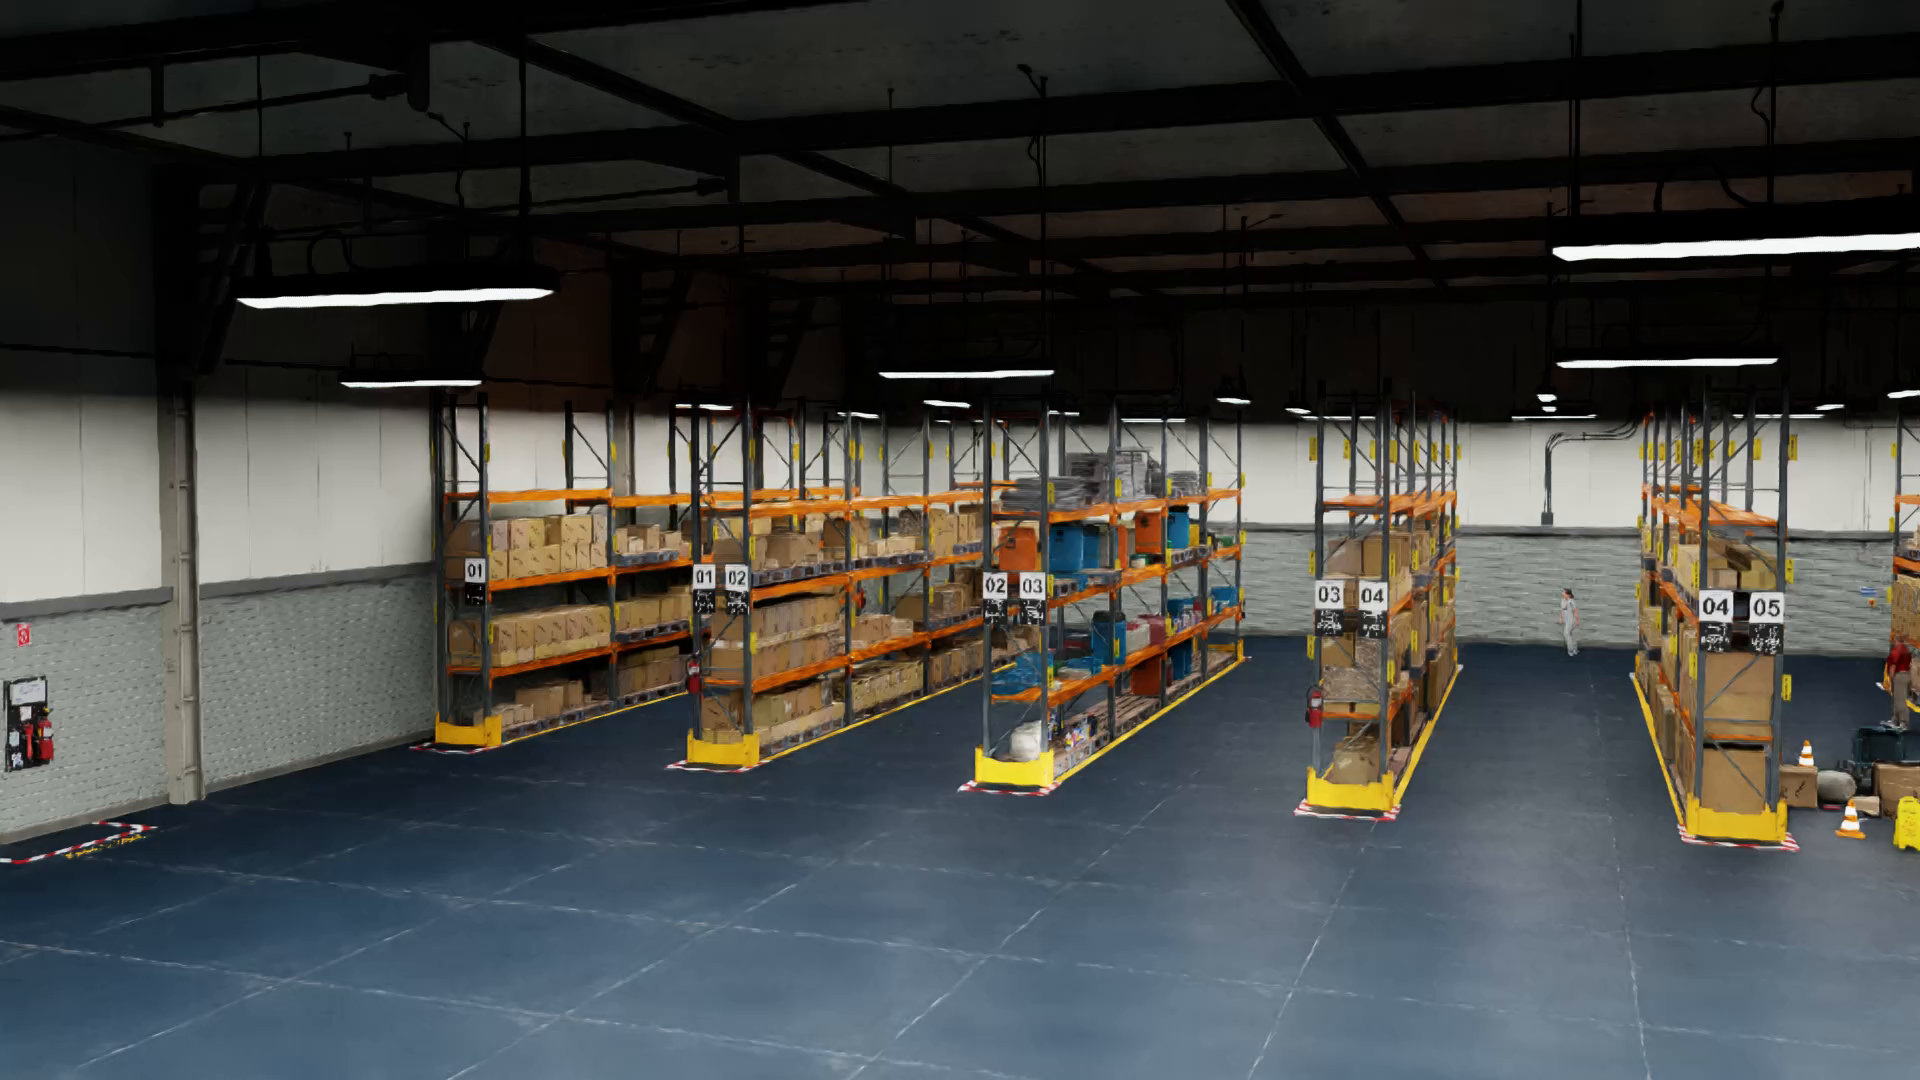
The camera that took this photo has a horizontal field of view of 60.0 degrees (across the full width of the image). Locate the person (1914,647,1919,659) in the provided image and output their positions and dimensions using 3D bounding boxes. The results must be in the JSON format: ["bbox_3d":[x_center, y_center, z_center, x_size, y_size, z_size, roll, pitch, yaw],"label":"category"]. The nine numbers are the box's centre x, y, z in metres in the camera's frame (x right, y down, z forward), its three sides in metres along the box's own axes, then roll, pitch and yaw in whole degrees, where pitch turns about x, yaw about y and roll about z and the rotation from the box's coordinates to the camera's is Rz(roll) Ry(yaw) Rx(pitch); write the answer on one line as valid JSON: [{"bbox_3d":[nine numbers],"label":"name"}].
[{"bbox_3d":[21.557,2.159,37.086,0.596,1.757,0.595,-1,3,-22],"label":"person"}]

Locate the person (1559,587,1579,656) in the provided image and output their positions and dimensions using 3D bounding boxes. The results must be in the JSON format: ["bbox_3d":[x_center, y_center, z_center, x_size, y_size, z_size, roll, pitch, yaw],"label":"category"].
[{"bbox_3d":[14.929,1.992,40.705,0.483,1.655,0.567,-1,3,-14],"label":"person"}]

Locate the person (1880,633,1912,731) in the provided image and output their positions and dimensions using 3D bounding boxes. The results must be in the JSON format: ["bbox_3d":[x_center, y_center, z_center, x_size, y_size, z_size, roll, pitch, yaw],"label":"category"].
[{"bbox_3d":[16.847,2.537,29.915,0.654,1.714,0.578,-3,4,-41],"label":"person"}]

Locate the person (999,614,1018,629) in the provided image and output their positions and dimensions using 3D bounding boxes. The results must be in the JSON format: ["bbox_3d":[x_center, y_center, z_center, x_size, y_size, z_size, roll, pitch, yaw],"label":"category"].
[{"bbox_3d":[1.356,1.769,46.072,0.487,1.546,0.862,0,3,-8],"label":"person"}]
